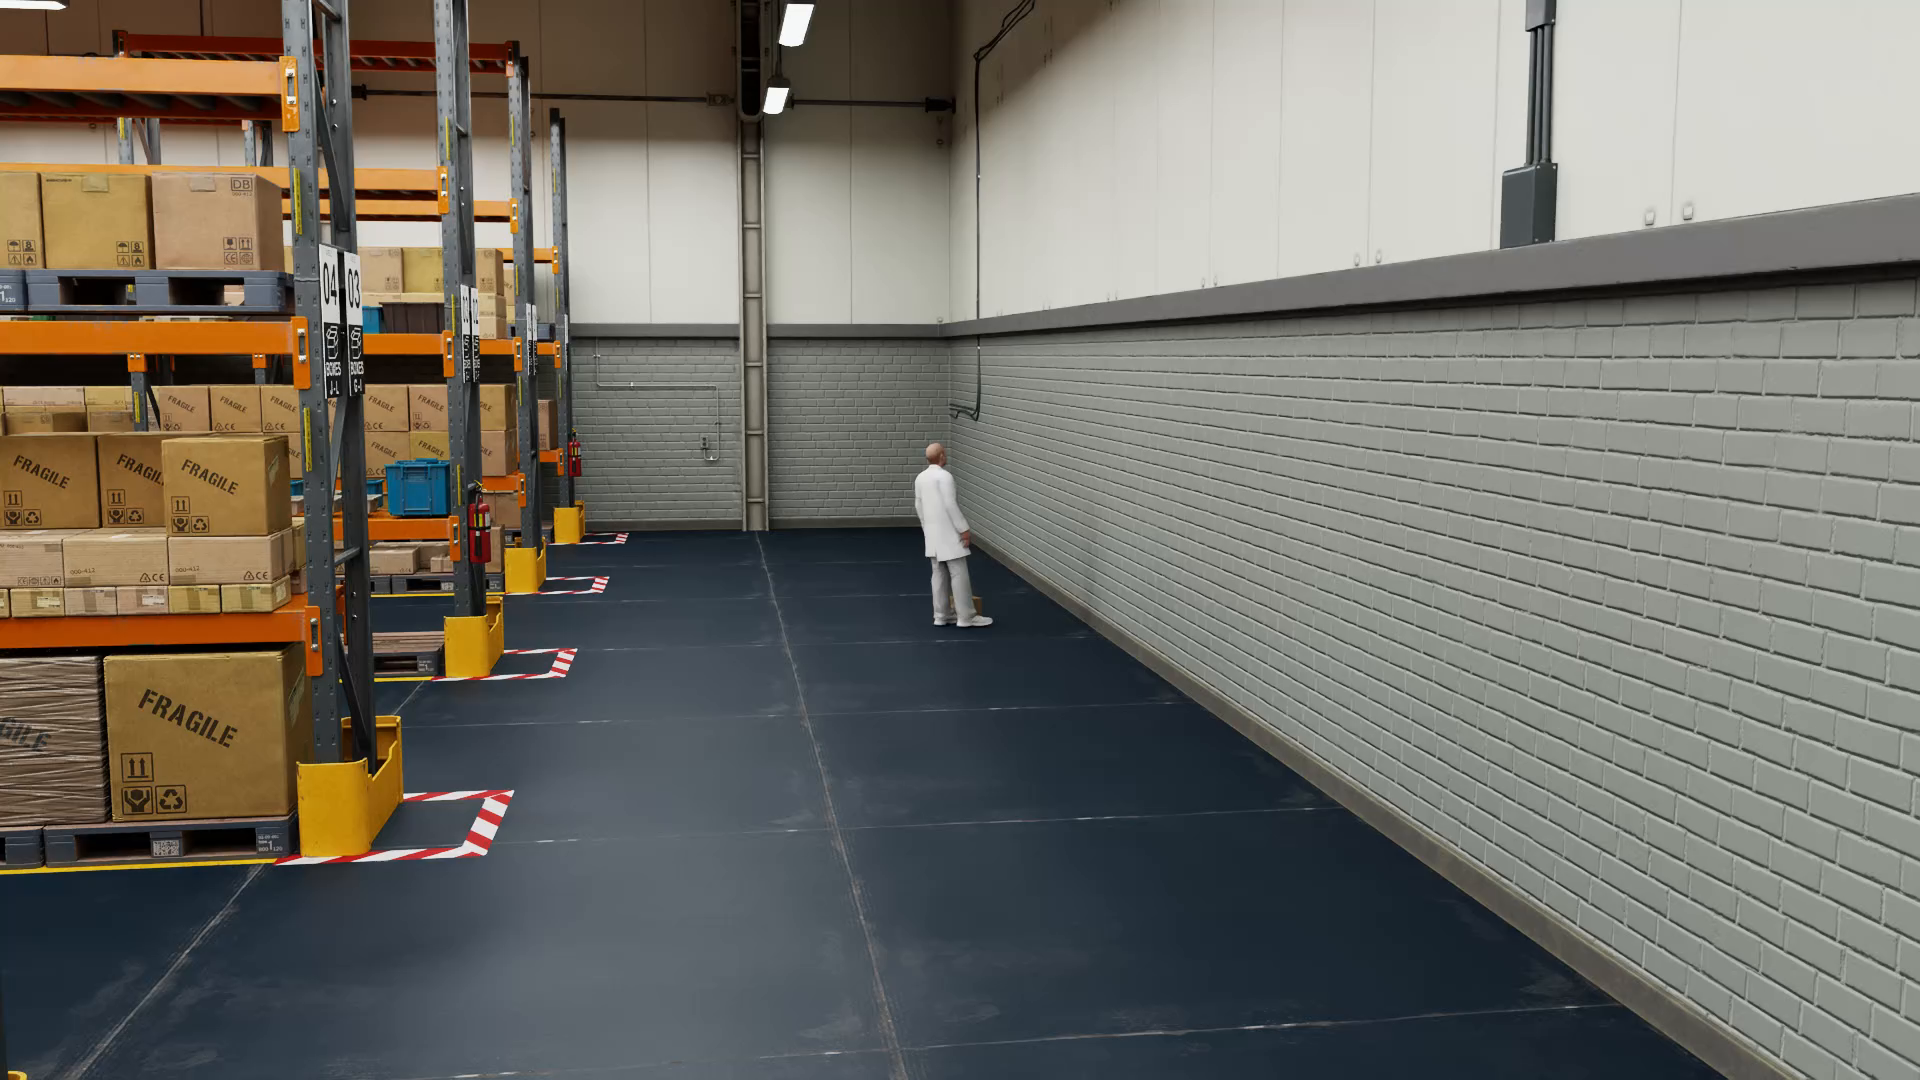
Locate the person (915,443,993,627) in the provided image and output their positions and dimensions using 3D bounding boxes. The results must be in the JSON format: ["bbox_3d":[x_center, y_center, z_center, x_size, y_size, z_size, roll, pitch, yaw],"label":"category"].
[{"bbox_3d":[-0.084,-0.059,16.230,0.582,1.776,0.694,-5,8,-37],"label":"person"}]
